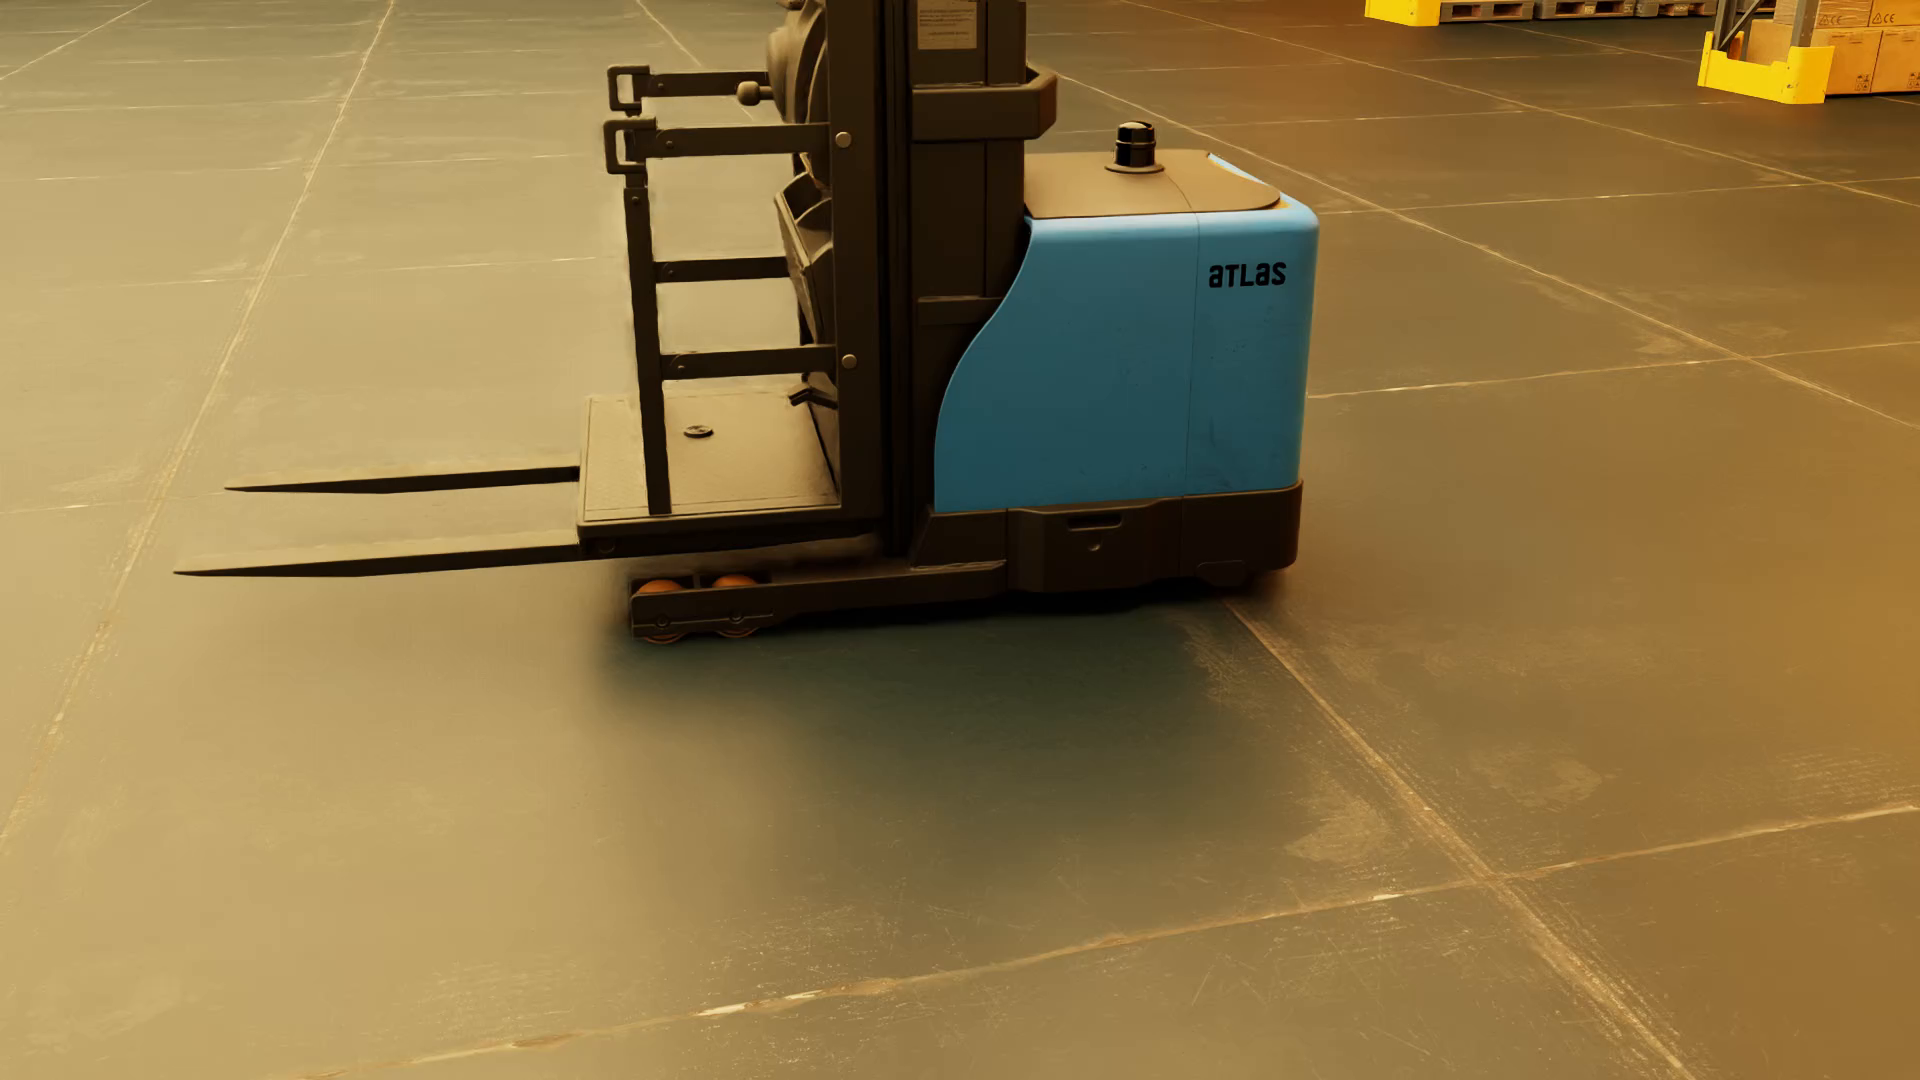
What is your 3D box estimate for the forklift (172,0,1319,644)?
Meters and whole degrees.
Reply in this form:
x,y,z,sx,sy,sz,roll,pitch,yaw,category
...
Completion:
x,y,z,sx,sy,sz,roll,pitch,yaw,category
-0.606,-1.298,4.359,3.031,2.935,1.130,-4,23,-10,forklift
